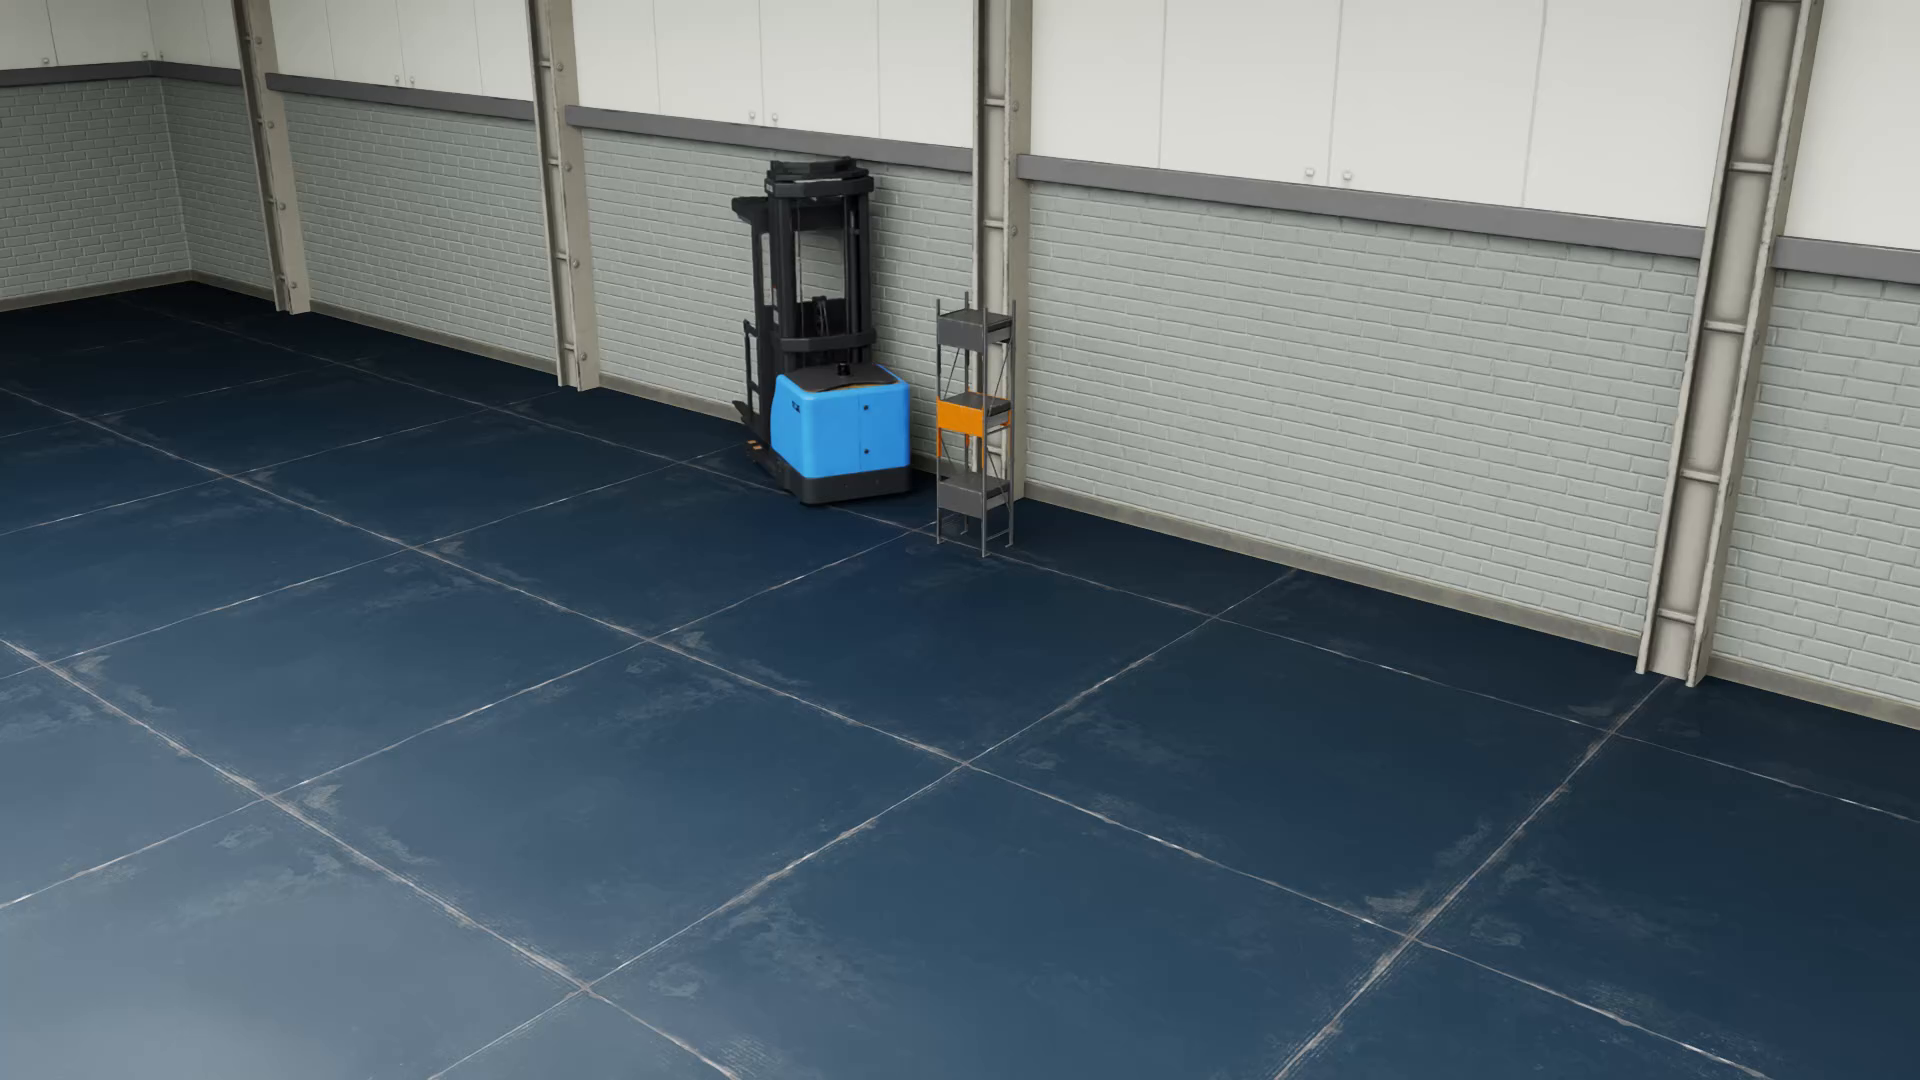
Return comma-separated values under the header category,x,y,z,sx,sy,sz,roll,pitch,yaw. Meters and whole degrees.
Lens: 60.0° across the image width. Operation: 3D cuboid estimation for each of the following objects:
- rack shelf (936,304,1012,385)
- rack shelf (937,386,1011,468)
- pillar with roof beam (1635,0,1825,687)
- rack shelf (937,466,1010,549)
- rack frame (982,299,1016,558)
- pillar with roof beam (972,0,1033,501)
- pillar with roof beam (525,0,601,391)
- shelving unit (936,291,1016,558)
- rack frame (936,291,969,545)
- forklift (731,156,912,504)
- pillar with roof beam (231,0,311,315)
category,x,y,z,sx,sy,sz,roll,pitch,yaw
rack shelf,0.128,-1.588,13.458,0.480,0.518,0.431,16,26,36
rack shelf,0.128,-0.933,13.705,0.480,0.518,0.431,16,26,36
pillar with roof beam,2.281,-2.102,6.988,0.400,9.000,9.100,16,26,36
rack shelf,0.128,-0.278,13.952,0.480,0.518,0.431,16,26,36
rack frame,0.317,-0.891,13.555,0.015,2.100,0.400,16,26,36
pillar with roof beam,-2.368,-3.440,10.537,0.400,9.000,9.100,16,26,36
pillar with roof beam,-7.016,-4.779,14.087,0.400,9.000,9.100,16,26,36
shelving unit,0.128,-0.946,13.700,0.503,2.100,0.431,16,26,36
rack frame,-0.061,-1.000,13.844,0.015,2.100,0.400,16,26,36
forklift,-1.478,-2.174,15.780,1.130,2.935,3.031,-9,22,-22
pillar with roof beam,-11.664,-6.117,17.637,0.400,9.000,9.100,16,26,36
